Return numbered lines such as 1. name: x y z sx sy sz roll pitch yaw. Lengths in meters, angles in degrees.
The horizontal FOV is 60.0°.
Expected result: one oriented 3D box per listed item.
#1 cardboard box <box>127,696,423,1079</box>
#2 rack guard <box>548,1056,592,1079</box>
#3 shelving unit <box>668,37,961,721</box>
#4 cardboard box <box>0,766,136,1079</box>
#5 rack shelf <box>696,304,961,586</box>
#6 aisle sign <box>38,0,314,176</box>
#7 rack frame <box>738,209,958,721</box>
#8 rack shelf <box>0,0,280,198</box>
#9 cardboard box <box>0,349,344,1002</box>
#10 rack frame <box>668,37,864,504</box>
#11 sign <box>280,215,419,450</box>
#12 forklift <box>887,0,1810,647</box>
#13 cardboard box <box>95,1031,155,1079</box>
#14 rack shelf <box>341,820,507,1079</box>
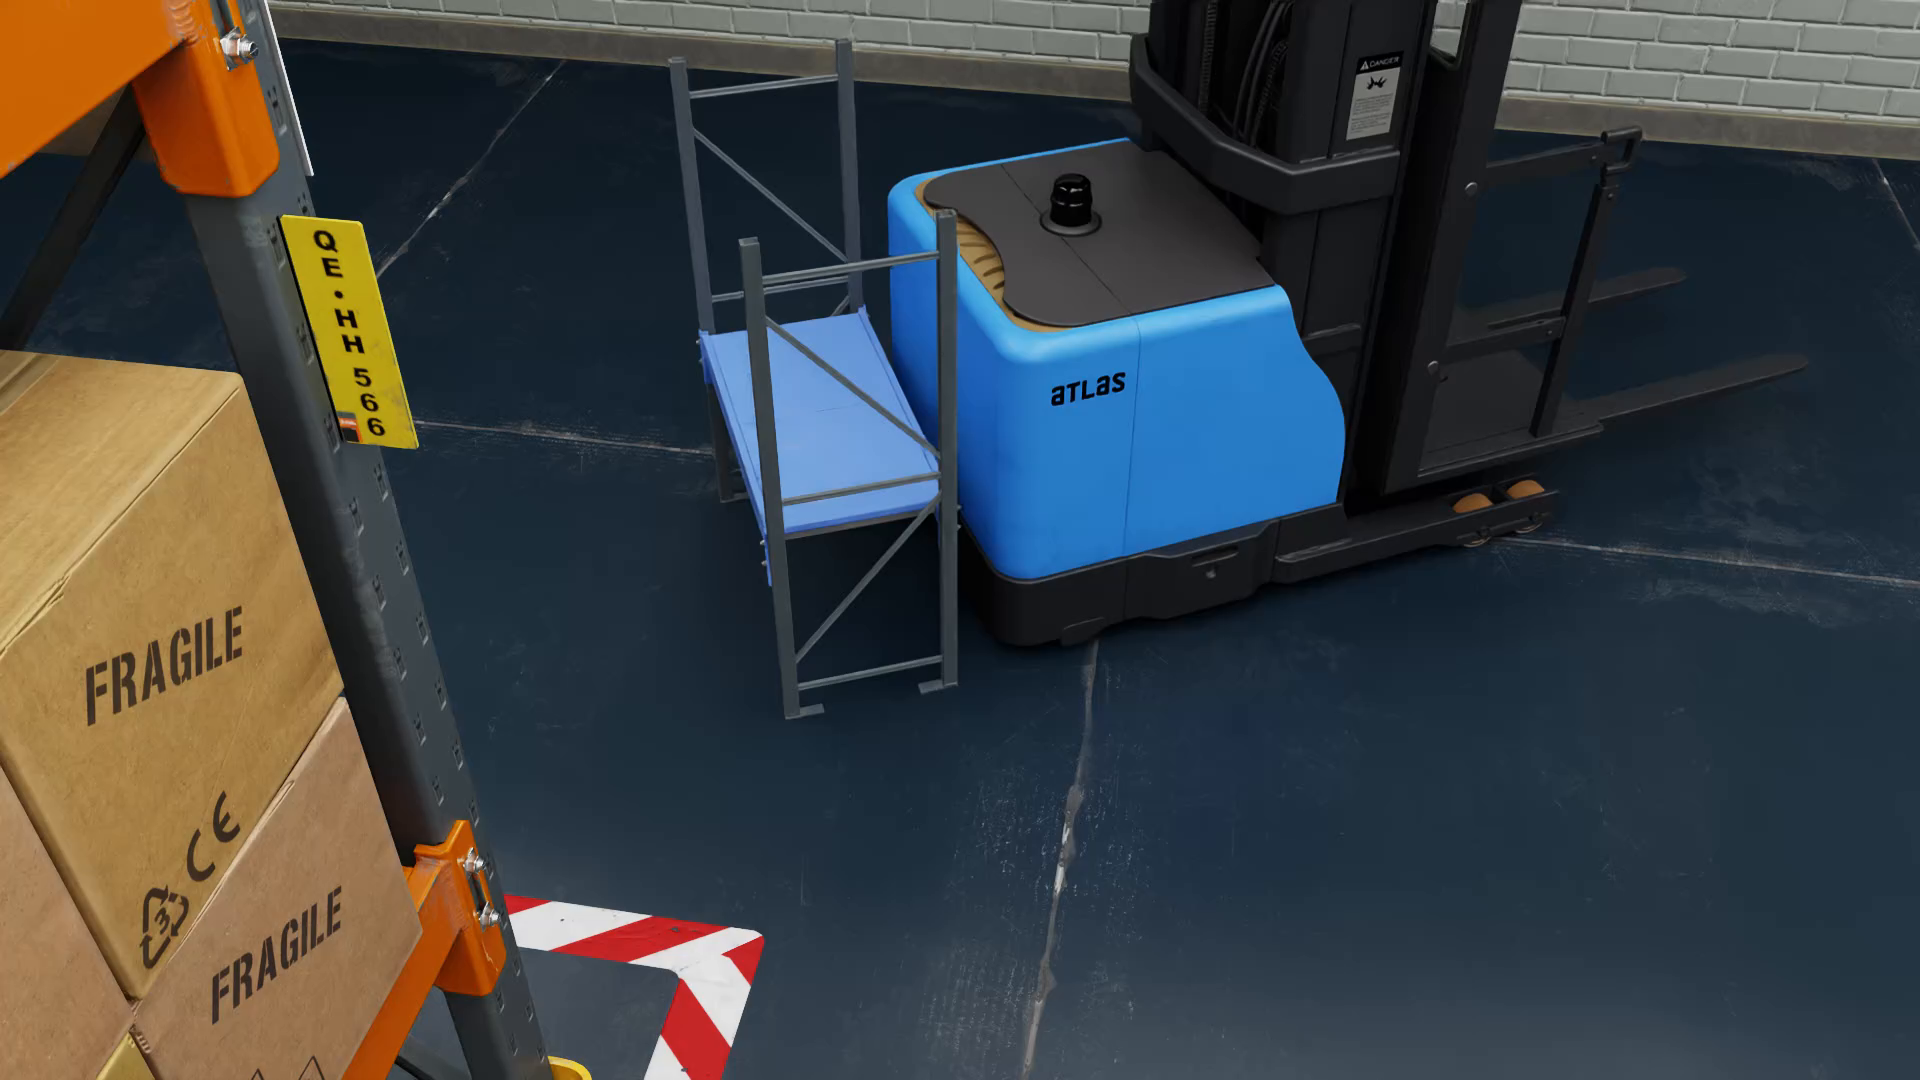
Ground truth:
1. cardboard box: -1.097 0.519 2.190 0.500 0.500 0.500 8 40 9
2. rack guard: -1.301 1.257 3.337 1.175 0.500 0.348 6 40 8
3. shelving unit: -0.395 -0.438 4.603 0.538 1.500 1.048 -11 41 -13
4. cardboard box: -1.181 0.449 1.490 0.500 0.500 0.500 7 40 9
5. rack shelf: -0.395 -0.300 4.718 0.538 0.185 1.000 -11 41 -13
6. aisle sign: -0.974 -0.765 1.781 0.394 0.787 0.004 6 40 8
7. rack frame: -0.251 -0.128 4.227 0.500 1.500 0.032 -11 41 -13
8. rack shelf: -1.634 0.623 0.353 1.077 0.370 4.000 6 40 8
9. cardboard box: -1.094 0.132 1.873 0.500 0.500 0.500 6 40 7
10. rack frame: -0.539 -0.749 4.979 0.500 1.500 0.032 -11 41 -13
11. sign: -0.745 -0.248 2.039 0.100 0.325 0.005 6 40 8
12. forklift: 1.345 -1.409 4.654 3.031 2.935 1.130 -14 42 -16
13. cardboard box: -1.184 0.845 1.796 0.500 0.500 0.500 7 40 8
14. rack shelf: -1.634 1.779 1.309 1.077 0.370 4.000 6 40 8
